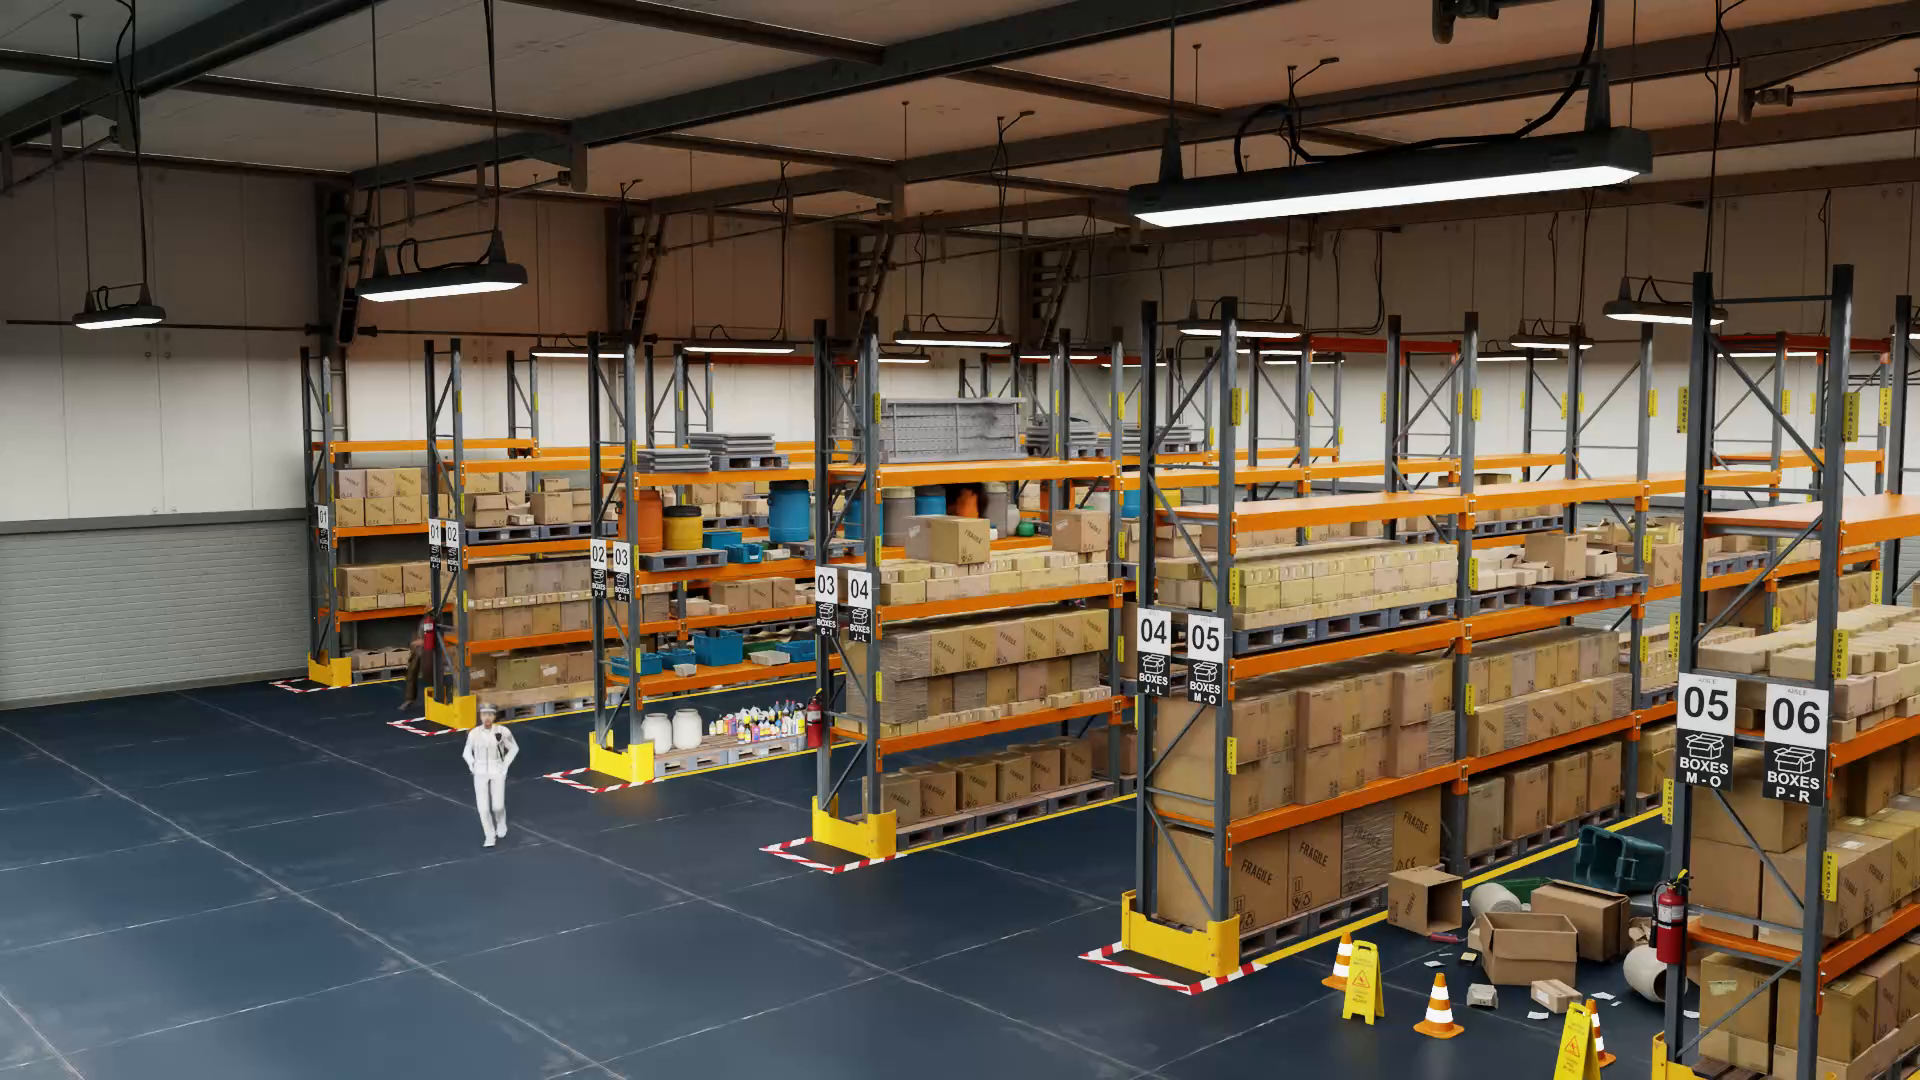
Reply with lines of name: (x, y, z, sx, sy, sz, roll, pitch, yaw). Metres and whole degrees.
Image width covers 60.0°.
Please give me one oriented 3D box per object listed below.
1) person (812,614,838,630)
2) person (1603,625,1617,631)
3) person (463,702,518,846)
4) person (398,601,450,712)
person: (-2.685, 1.388, 33.393, 0.582, 1.746, 0.783, 5, 7, 44)
person: (9.553, 2.145, 24.507, 0.726, 1.791, 0.714, -4, 6, -39)
person: (-5.367, 2.669, 18.976, 0.608, 1.651, 0.558, -1, 5, -8)
person: (-8.747, 1.886, 27.304, 0.730, 1.784, 0.961, 4, 6, 36)
